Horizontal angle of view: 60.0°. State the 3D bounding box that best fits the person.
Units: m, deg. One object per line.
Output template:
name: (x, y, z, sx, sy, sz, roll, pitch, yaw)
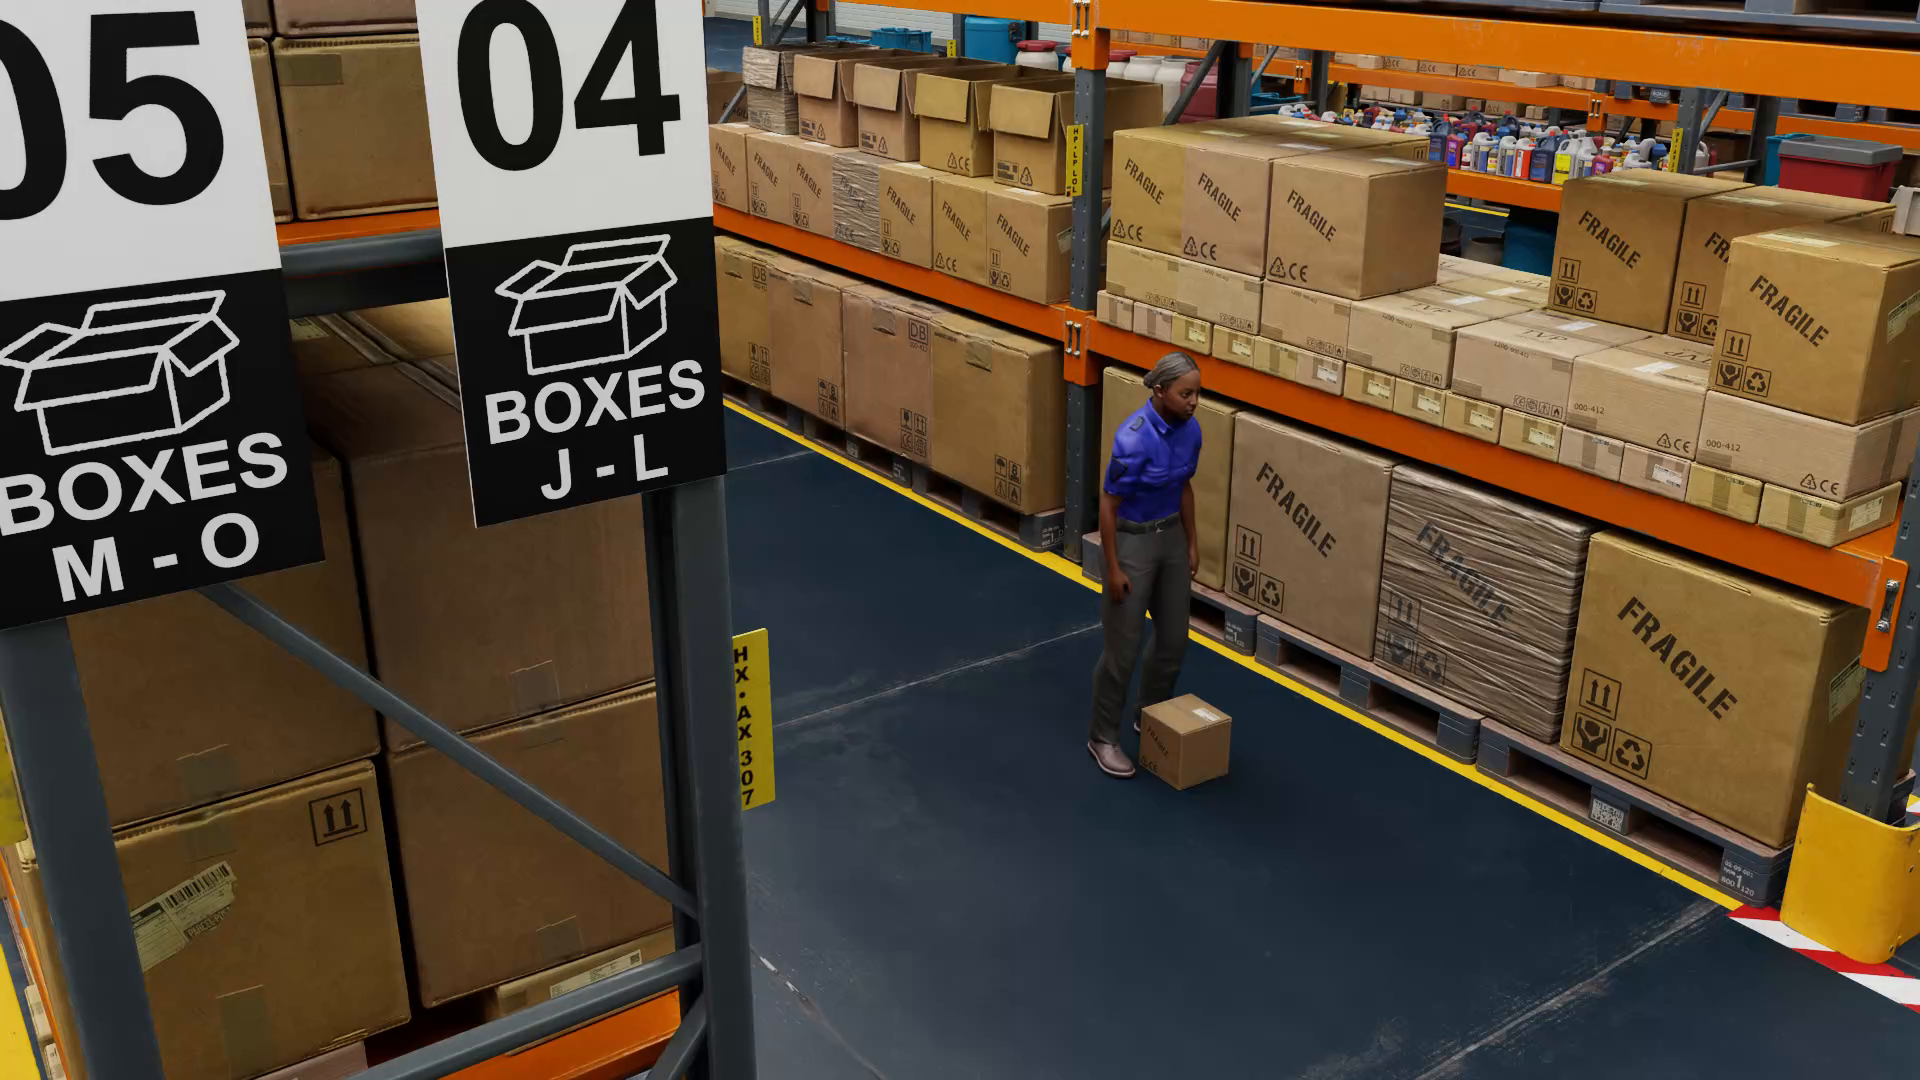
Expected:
person: (0.728, 0.068, 6.420, 0.533, 1.654, 0.352, -17, 27, -36)
